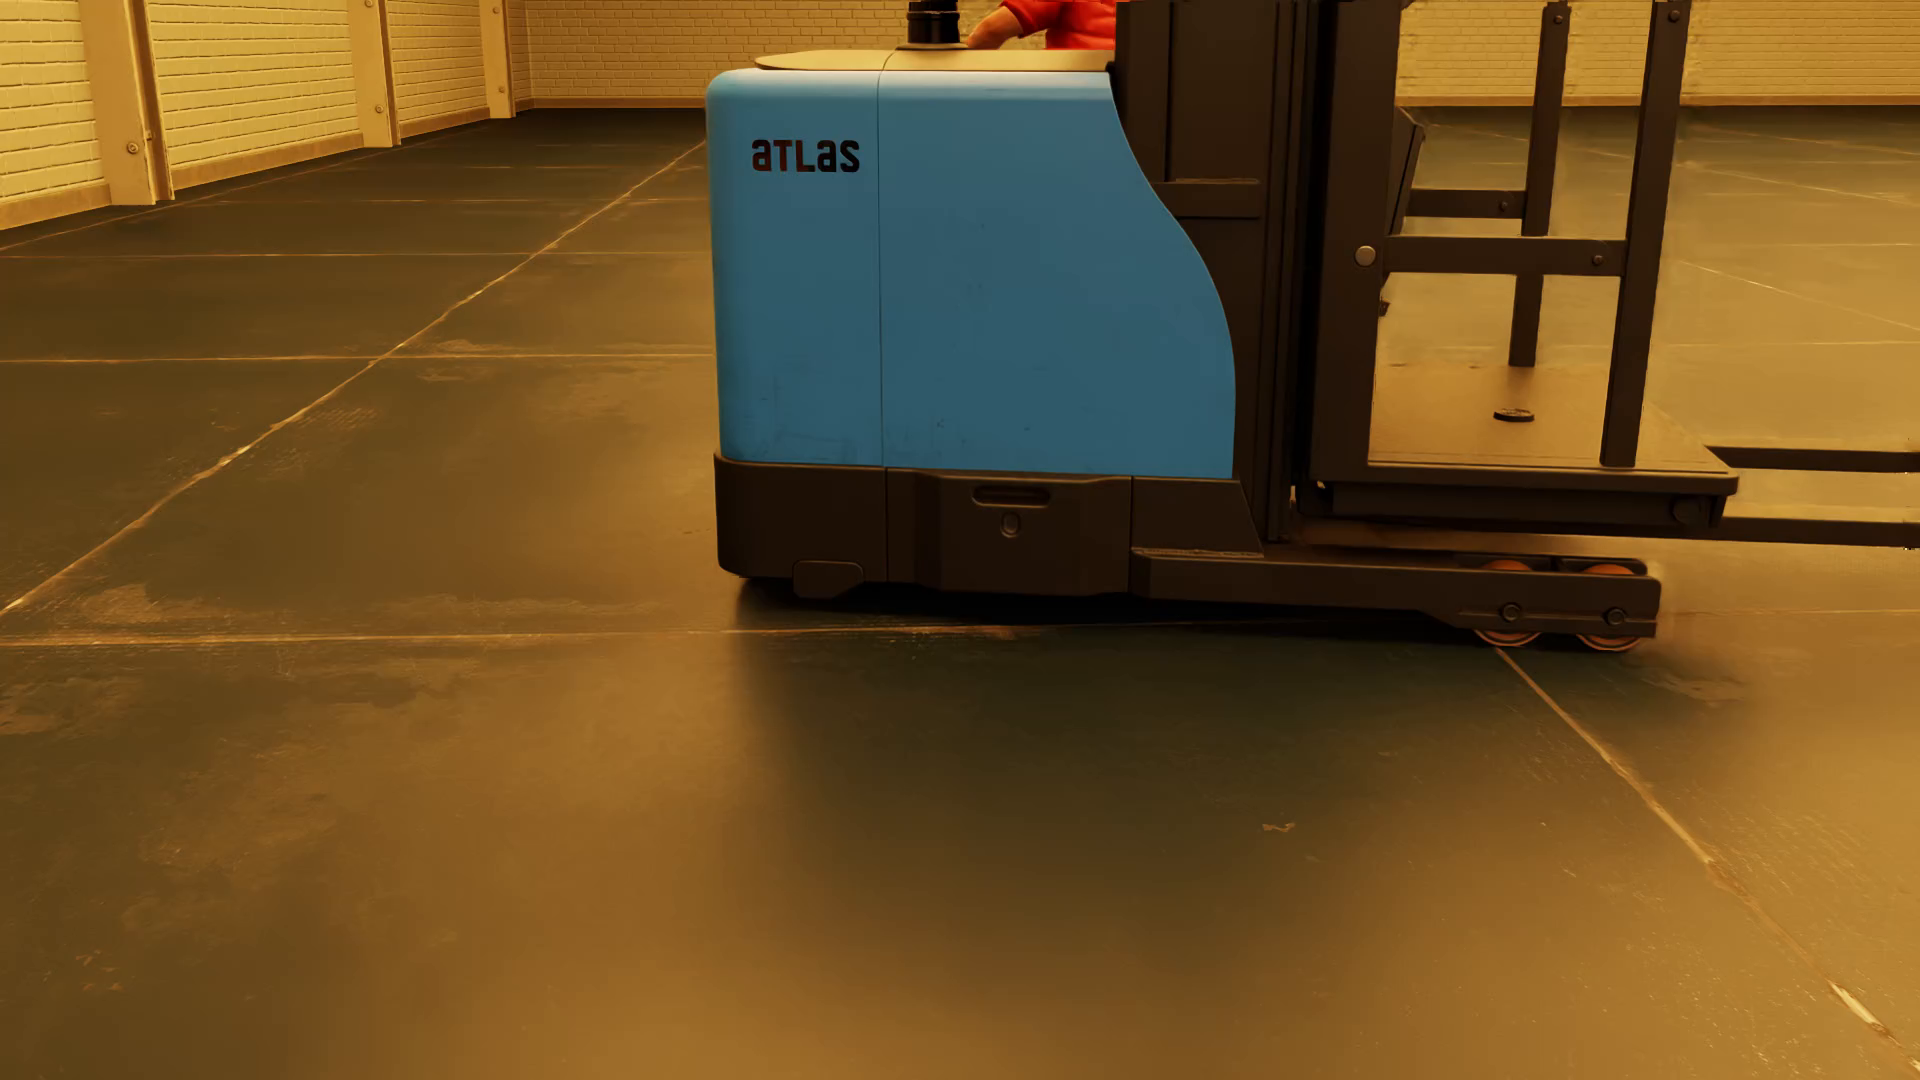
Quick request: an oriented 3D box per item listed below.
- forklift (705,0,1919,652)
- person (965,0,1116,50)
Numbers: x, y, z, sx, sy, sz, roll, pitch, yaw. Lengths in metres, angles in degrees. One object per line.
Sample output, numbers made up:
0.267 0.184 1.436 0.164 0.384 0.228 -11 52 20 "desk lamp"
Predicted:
1.049 -1.352 3.326 3.031 2.935 1.130 2 17 8 "forklift"
0.511 -1.222 5.430 1.151 1.687 0.547 -4 17 -12 "person"
